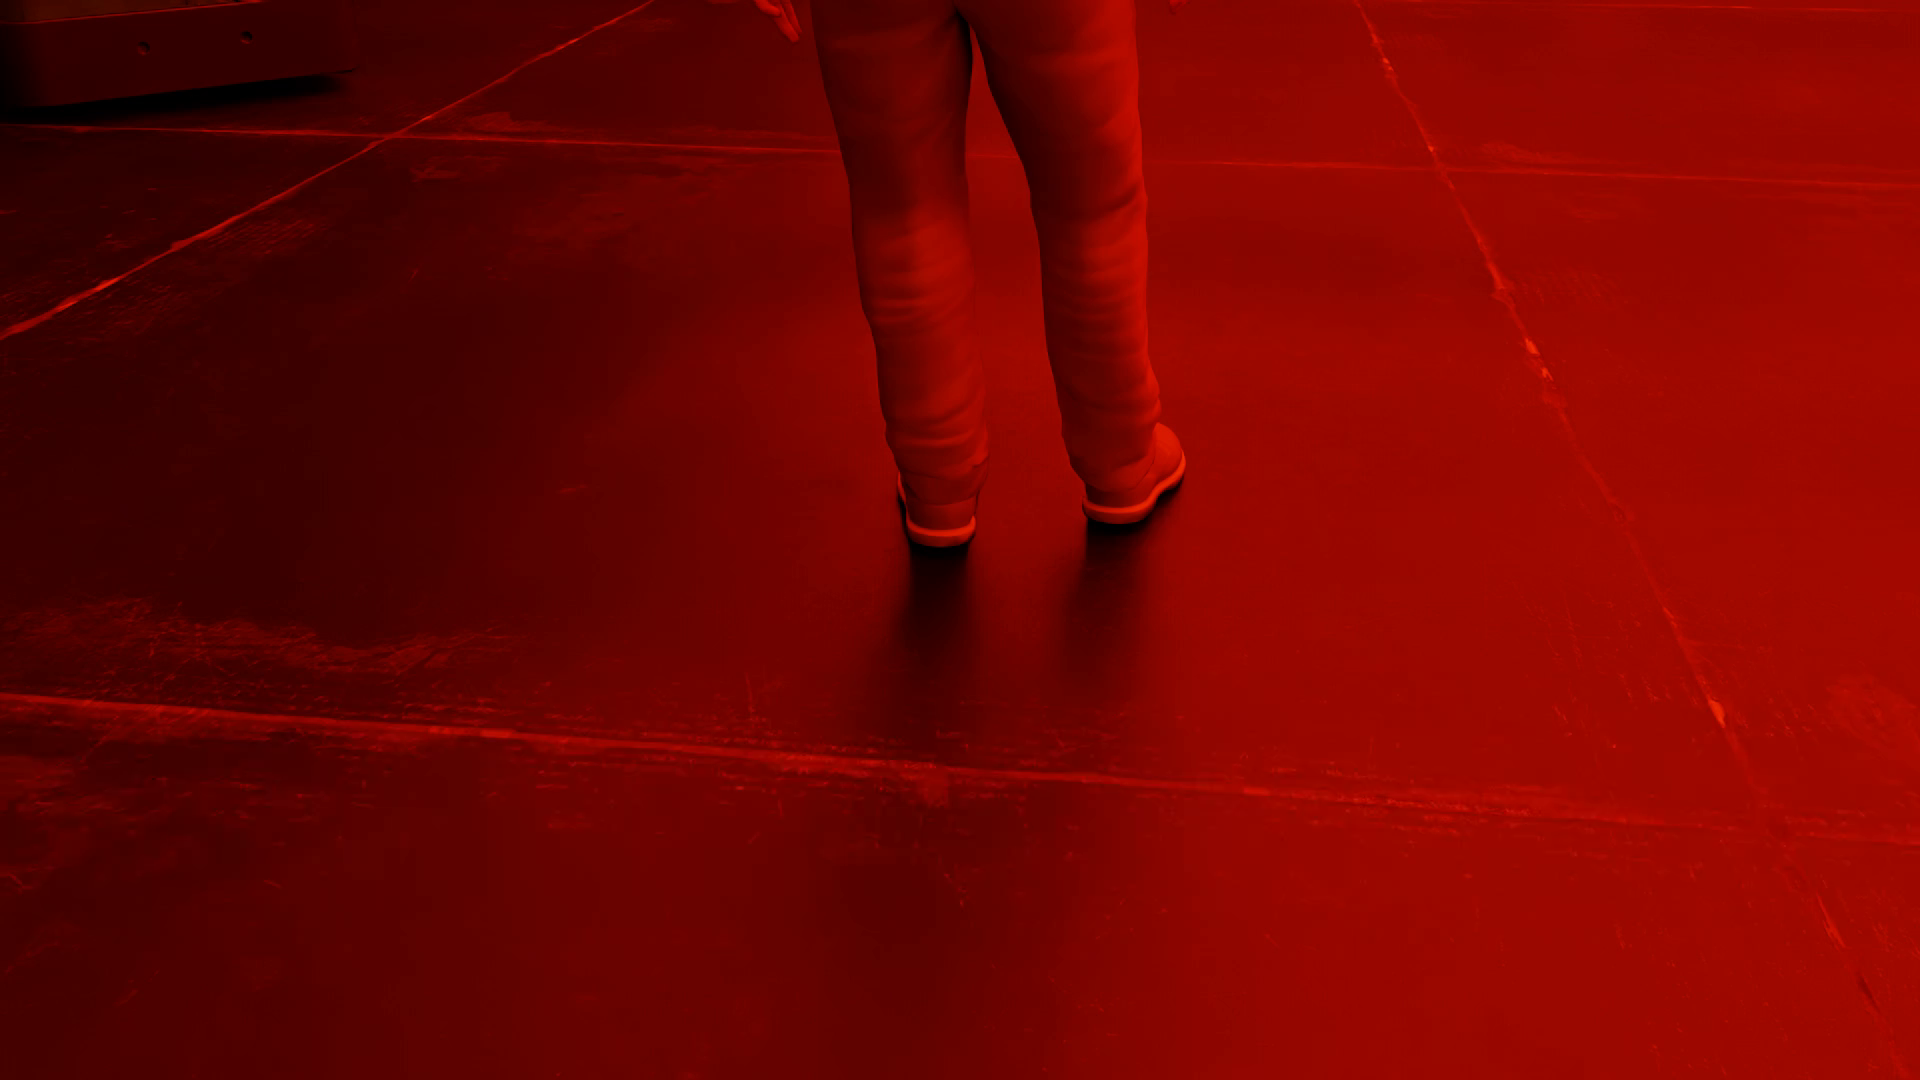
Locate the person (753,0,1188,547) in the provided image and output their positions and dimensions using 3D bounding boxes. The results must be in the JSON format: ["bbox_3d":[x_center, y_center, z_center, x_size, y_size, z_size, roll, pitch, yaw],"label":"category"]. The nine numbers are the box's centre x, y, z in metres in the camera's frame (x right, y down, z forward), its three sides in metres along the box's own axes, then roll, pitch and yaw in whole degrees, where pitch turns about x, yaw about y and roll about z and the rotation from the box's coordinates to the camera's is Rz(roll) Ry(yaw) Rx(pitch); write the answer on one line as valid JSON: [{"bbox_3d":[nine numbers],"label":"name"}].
[{"bbox_3d":[0.024,-0.819,2.189,0.640,1.727,0.551,3,27,7],"label":"person"}]

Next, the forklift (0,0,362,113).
[{"bbox_3d":[-3.258,-3.177,5.585,1.130,2.935,3.031,-19,32,-33],"label":"forklift"}]
